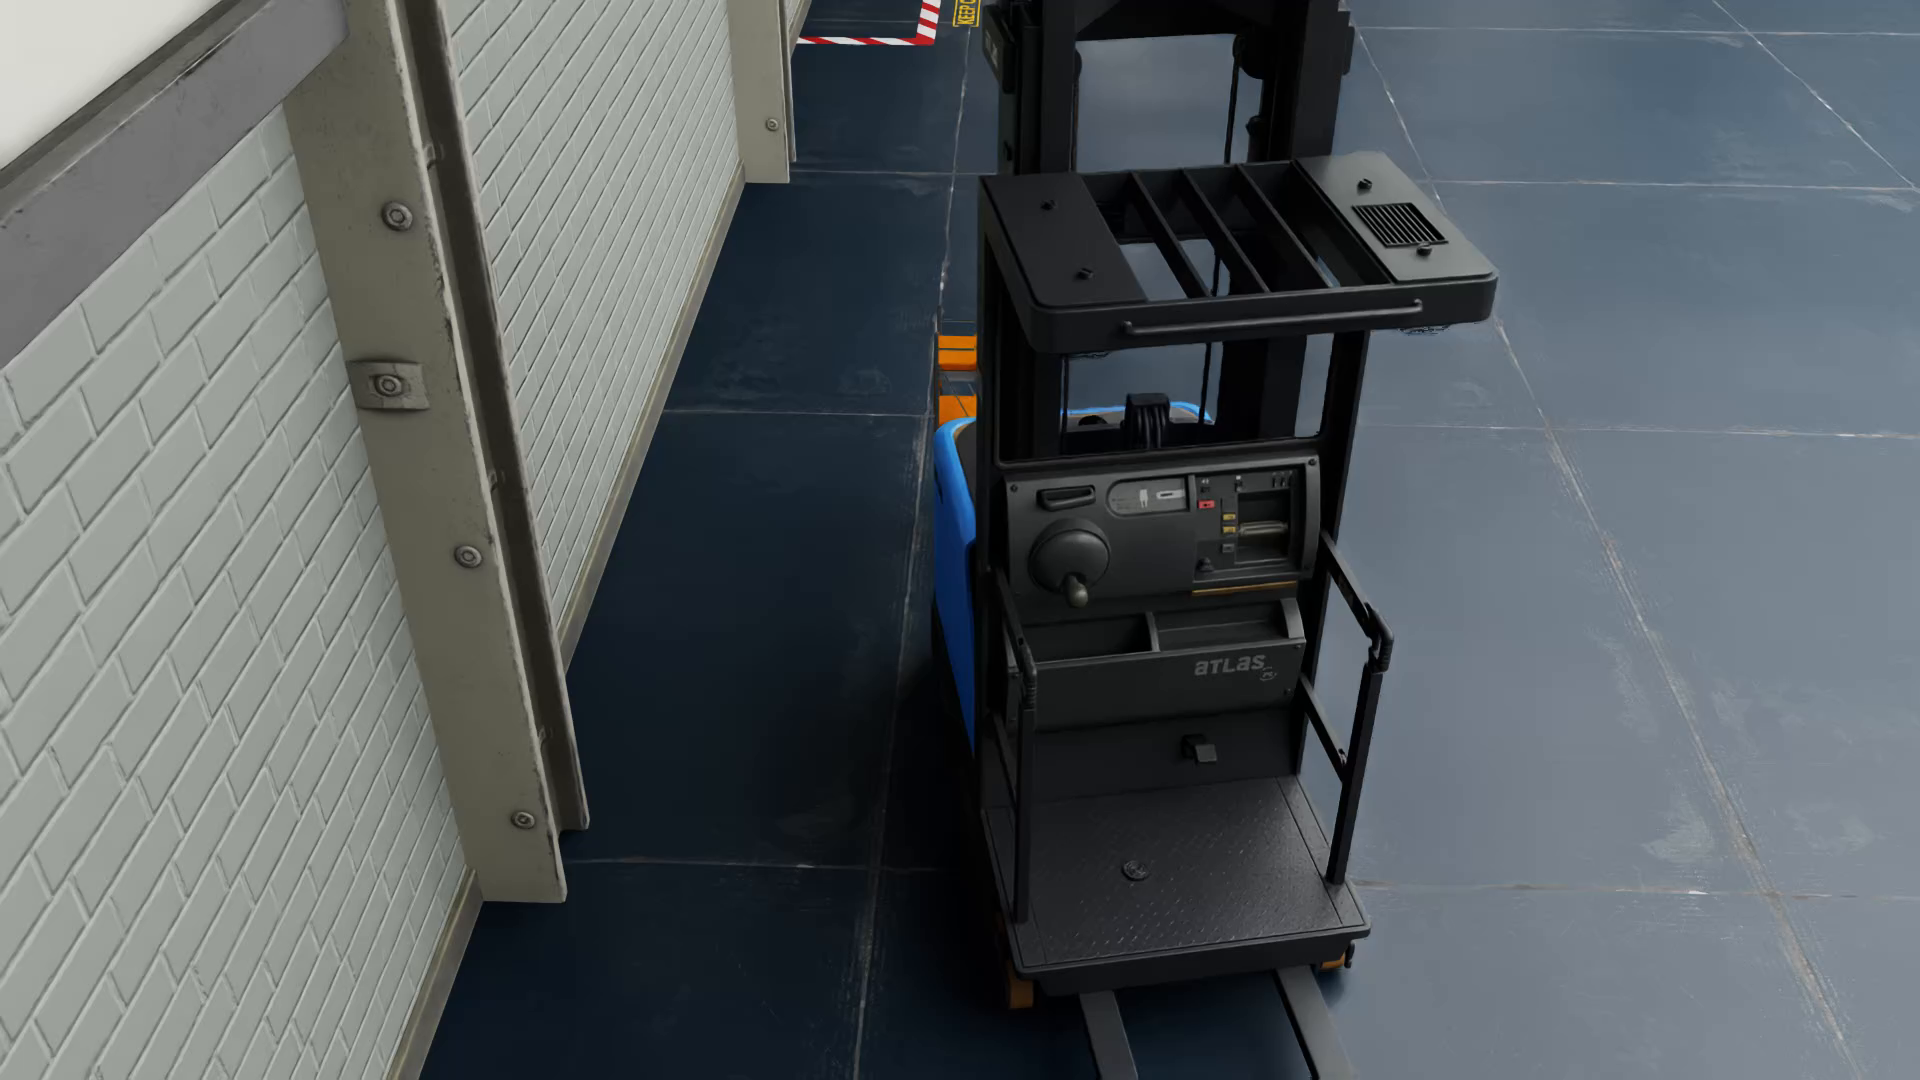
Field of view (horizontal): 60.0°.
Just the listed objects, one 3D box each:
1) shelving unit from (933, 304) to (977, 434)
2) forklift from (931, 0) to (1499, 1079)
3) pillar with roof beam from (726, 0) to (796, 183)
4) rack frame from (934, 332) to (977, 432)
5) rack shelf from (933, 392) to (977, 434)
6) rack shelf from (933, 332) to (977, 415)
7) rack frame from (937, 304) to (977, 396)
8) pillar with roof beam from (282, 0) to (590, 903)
[{"bbox_3d":[0.002,-0.460,6.992,0.215,1.050,0.252,1,35,2],"label":"shelving unit"},{"bbox_3d":[0.628,0.034,4.652,1.130,2.935,3.031,-5,35,-7],"label":"forklift"},{"bbox_3d":[3.079,-5.939,7.875,9.100,9.000,0.400,1,35,2],"label":"pillar with roof beam"},{"bbox_3d":[-0.003,-0.390,6.892,0.200,1.050,0.008,1,35,2],"label":"rack frame"},{"bbox_3d":[0.002,-0.452,6.998,0.215,0.259,0.240,1,35,2],"label":"rack shelf"},{"bbox_3d":[0.002,-0.684,6.835,0.215,0.259,0.240,1,35,2],"label":"rack shelf"},{"bbox_3d":[0.007,-0.530,7.092,0.200,1.050,0.008,1,35,2],"label":"rack frame"},{"bbox_3d":[2.838,-2.492,2.970,9.100,9.000,0.400,1,35,2],"label":"pillar with roof beam"}]
